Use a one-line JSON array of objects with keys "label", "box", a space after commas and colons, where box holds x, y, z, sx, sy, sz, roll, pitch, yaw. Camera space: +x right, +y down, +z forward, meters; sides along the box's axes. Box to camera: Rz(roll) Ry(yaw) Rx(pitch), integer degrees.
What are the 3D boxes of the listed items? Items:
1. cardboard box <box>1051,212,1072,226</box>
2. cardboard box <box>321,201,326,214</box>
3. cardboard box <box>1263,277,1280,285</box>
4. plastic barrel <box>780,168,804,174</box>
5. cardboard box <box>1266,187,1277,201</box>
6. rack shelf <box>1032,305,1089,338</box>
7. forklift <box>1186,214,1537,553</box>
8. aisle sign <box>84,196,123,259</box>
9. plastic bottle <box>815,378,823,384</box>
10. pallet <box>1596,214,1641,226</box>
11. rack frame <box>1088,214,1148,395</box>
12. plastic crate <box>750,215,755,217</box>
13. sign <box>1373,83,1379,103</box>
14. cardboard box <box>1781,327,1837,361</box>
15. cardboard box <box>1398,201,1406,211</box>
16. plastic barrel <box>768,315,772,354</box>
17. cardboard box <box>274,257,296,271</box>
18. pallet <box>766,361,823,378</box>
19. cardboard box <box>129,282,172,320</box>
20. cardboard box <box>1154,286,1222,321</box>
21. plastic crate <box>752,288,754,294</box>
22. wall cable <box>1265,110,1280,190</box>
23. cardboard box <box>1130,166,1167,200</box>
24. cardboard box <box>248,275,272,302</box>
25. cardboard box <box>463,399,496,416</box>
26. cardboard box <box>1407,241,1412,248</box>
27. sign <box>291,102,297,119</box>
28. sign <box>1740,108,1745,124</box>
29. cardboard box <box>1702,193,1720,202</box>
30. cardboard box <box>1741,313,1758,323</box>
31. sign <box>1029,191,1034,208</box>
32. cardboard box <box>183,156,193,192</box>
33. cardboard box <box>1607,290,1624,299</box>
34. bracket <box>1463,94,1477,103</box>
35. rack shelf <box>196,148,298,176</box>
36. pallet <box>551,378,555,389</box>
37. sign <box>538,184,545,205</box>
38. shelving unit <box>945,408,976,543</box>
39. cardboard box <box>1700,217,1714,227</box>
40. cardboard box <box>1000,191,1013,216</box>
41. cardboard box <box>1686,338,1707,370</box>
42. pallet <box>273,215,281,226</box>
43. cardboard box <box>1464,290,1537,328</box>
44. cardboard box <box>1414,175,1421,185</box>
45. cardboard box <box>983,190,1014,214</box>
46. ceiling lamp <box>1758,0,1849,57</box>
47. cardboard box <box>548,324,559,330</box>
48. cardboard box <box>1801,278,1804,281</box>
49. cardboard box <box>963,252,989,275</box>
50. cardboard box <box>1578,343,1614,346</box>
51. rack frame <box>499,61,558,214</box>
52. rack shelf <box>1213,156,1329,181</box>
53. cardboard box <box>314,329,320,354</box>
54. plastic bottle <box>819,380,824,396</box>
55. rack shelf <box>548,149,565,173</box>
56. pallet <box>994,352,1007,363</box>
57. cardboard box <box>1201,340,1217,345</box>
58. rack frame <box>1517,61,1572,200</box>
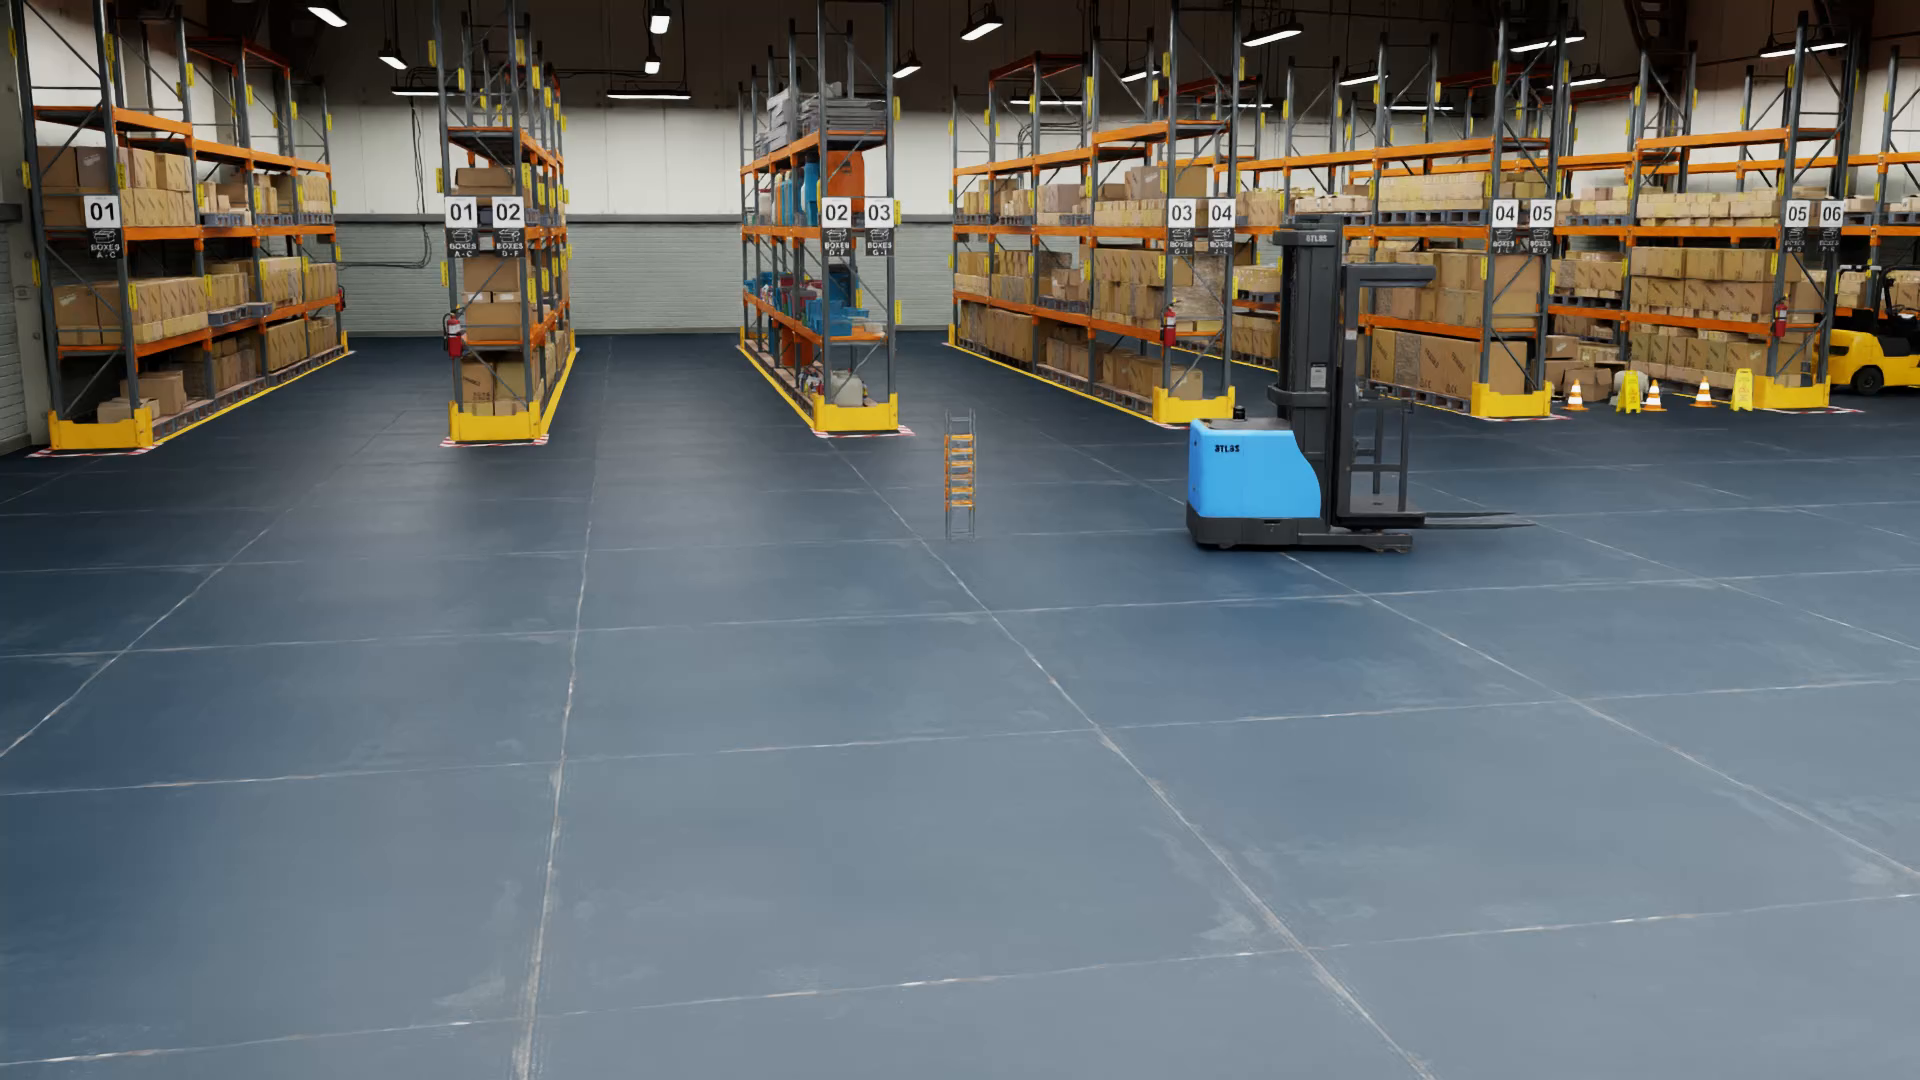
[{"label": "cardboard box", "box": [1.942, -5.796, 30.056, 0.500, 0.250, 0.500, -2, 11, -10]}, {"label": "cardboard box", "box": [-13.736, -7.041, 35.211, 0.500, 0.250, 0.500, -3, 11, -13]}, {"label": "cardboard box", "box": [6.234, -5.144, 33.008, 0.380, 0.149, 0.250, -2, 11, -10]}, {"label": "plastic barrel", "box": [-3.263, -6.851, 32.739, 0.600, 0.901, 0.708, -2, 11, -11]}, {"label": "cardboard box", "box": [6.328, -6.898, 33.133, 0.396, 0.266, 0.258, -2, 11, -11]}, {"label": "rack shelf", "box": [2.280, -3.959, 29.952, 1.077, 0.370, 4.000, -2, 11, -11]}, {"label": "forklift", "box": [3.630, -1.428, 14.913, 3.031, 2.935, 1.130, 0, 11, 1]}, {"label": "aisle sign", "box": [-10.821, -3.946, 21.009, 0.394, 0.787, 0.004, -2, 11, -11]}, {"label": "plastic bottle", "box": [-2.179, -2.378, 25.829, 0.152, 0.276, 0.135, -2, 11, -11]}, {"label": "pallet", "box": [12.375, -5.804, 30.204, 1.213, 0.211, 1.003, -2, 11, -11]}, {"label": "rack frame", "box": [2.669, -3.946, 27.958, 1.000, 3.000, 0.127, -2, 11, -11]}, {"label": "plastic crate", "box": [-4.235, -6.779, 35.272, 0.416, 0.233, 0.300, -2, 11, -11]}, {"label": "sign", "box": [7.024, -7.530, 28.037, 0.100, 0.325, 0.005, -2, 11, -11]}, {"label": "cardboard box", "box": [16.854, -3.903, 32.960, 0.875, 0.625, 0.625, -3, 11, -13]}, {"label": "cardboard box", "box": [7.440, -5.495, 27.356, 0.380, 0.149, 0.250, -2, 11, -12]}, {"label": "plastic barrel", "box": [-3.656, -4.308, 34.350, 0.600, 0.901, 0.708, -2, 11, -11]}, {"label": "cardboard box", "box": [-13.031, -5.276, 31.823, 0.500, 0.250, 0.500, -2, 11, -10]}, {"label": "pallet", "box": [-3.161, -3.272, 31.879, 1.003, 0.211, 1.213, -2, 11, -11]}, {"label": "cardboard box", "box": [-11.108, -3.261, 22.701, 0.500, 0.500, 0.500, -2, 11, -13]}, {"label": "cardboard box", "box": [3.367, -3.509, 24.602, 0.875, 0.500, 0.500, -2, 11, -11]}, {"label": "plastic crate", "box": [-4.378, -5.441, 36.360, 0.293, 0.136, 0.466, -2, 11, -11]}, {"label": "wall cable", "box": [8.674, -10.487, 46.281, 0.463, 3.000, 0.029, -2, 11, -11]}, {"label": "cardboard box", "box": [2.898, -5.402, 25.184, 0.500, 0.500, 0.500, -2, 11, -11]}, {"label": "cardboard box", "box": [-12.528, -4.442, 29.451, 0.500, 0.500, 0.500, -2, 11, -9]}, {"label": "cardboard box", "box": [-6.665, -1.796, 22.893, 0.500, 0.250, 0.500, -2, 11, -11]}, {"label": "cardboard box", "box": [10.478, -6.776, 38.150, 0.380, 0.149, 0.250, -2, 11, -11]}, {"label": "sign", "box": [-12.933, -8.339, 32.287, 0.100, 0.325, 0.005, -2, 11, -11]}, {"label": "sign", "box": [15.950, -8.644, 33.889, 0.100, 0.325, 0.005, -2, 11, -11]}, {"label": "cardboard box", "box": [12.482, -5.646, 27.406, 0.380, 0.149, 0.250, -2, 11, -10]}, {"label": "cardboard box", "box": [12.727, -3.552, 26.563, 0.380, 0.149, 0.250, -2, 11, -12]}, {"label": "sign", "box": [1.345, -6.427, 31.378, 0.100, 0.325, 0.005, -2, 11, -11]}, {"label": "cardboard box", "box": [-11.543, -5.347, 24.303, 0.500, 0.500, 0.500, -3, 11, -16]}, {"label": "cardboard box", "box": [12.019, -4.473, 30.279, 0.380, 0.149, 0.250, -2, 11, -10]}, {"label": "bracket", "box": [14.394, -12.429, 46.855, 0.235, 0.232, 0.430, -2, 11, -11]}, {"label": "rack shelf", "box": [-13.074, -6.903, 30.444, 1.077, 0.370, 4.000, -2, 11, -11]}, {"label": "pallet", "box": [-7.705, -2.797, 29.383, 1.003, 0.211, 1.213, -2, 11, -11]}, {"label": "sign", "box": [-6.504, -5.373, 25.840, 0.100, 0.325, 0.005, -2, 11, -11]}, {"label": "shelving unit", "box": [0.003, -0.587, 15.124, 0.258, 1.200, 0.189, -2, 11, -11]}, {"label": "cardboard box", "box": [12.482, -5.258, 27.502, 0.380, 0.149, 0.250, -2, 11, -12]}, {"label": "cardboard box", "box": [1.236, -7.036, 34.781, 0.700, 0.500, 0.500, -2, 11, -10]}, {"label": "cardboard box", "box": [12.560, -3.122, 27.857, 0.500, 0.500, 0.500, -2, 11, -12]}, {"label": "pallet", "box": [-13.082, -5.841, 30.398, 1.003, 0.211, 1.213, -2, 11, -8]}, {"label": "cardboard box", "box": [8.216, -3.514, 25.289, 0.875, 0.550, 0.550, -2, 11, -11]}, {"label": "cardboard box", "box": [7.541, -5.792, 26.786, 0.380, 0.149, 0.250, -2, 11, -11]}, {"label": "cardboard box", "box": [0.902, -7.332, 36.071, 0.700, 0.500, 0.500, -3, 11, -14]}, {"label": "ceiling lamp", "box": [15.129, -10.197, 29.144, 0.800, 3.185, 2.000, -2, 11, -11]}, {"label": "cardboard box", "box": [-8.975, -4.388, 35.779, 0.797, 0.503, 0.637, -2, 11, -11]}, {"label": "cardboard box", "box": [16.631, -5.021, 32.673, 0.500, 0.250, 0.500, -2, 11, -10]}, {"label": "cardboard box", "box": [0.368, -6.303, 37.943, 0.500, 0.500, 0.500, -2, 11, -13]}, {"label": "cardboard box", "box": [12.006, -3.577, 31.925, 0.950, 0.372, 0.625, -2, 11, -9]}, {"label": "rack frame", "box": [-8.604, -8.000, 33.217, 1.000, 3.000, 0.127, -2, 11, -11]}, {"label": "rack shelf", "box": [6.387, -7.605, 34.134, 1.077, 0.370, 4.000, -2, 11, -11]}, {"label": "cardboard box", "box": [-13.602, -4.084, 34.247, 0.700, 0.500, 0.500, -2, 11, -12]}, {"label": "plastic bottle", "box": [-2.116, -2.286, 25.325, 0.061, 0.283, 0.133, -2, 11, -11]}, {"label": "rack shelf", "box": [-8.993, -8.012, 35.212, 1.077, 0.370, 4.000, -2, 11, -11]}, {"label": "pallet", "box": [1.337, -3.904, 35.198, 1.003, 0.211, 1.213, -2, 11, -11]}, {"label": "cardboard box", "box": [5.588, -4.440, 37.057, 0.380, 0.149, 0.250, -2, 11, -10]}, {"label": "rack frame", "box": [11.612, -7.987, 33.145, 1.000, 3.000, 0.127, -2, 11, -11]}]
